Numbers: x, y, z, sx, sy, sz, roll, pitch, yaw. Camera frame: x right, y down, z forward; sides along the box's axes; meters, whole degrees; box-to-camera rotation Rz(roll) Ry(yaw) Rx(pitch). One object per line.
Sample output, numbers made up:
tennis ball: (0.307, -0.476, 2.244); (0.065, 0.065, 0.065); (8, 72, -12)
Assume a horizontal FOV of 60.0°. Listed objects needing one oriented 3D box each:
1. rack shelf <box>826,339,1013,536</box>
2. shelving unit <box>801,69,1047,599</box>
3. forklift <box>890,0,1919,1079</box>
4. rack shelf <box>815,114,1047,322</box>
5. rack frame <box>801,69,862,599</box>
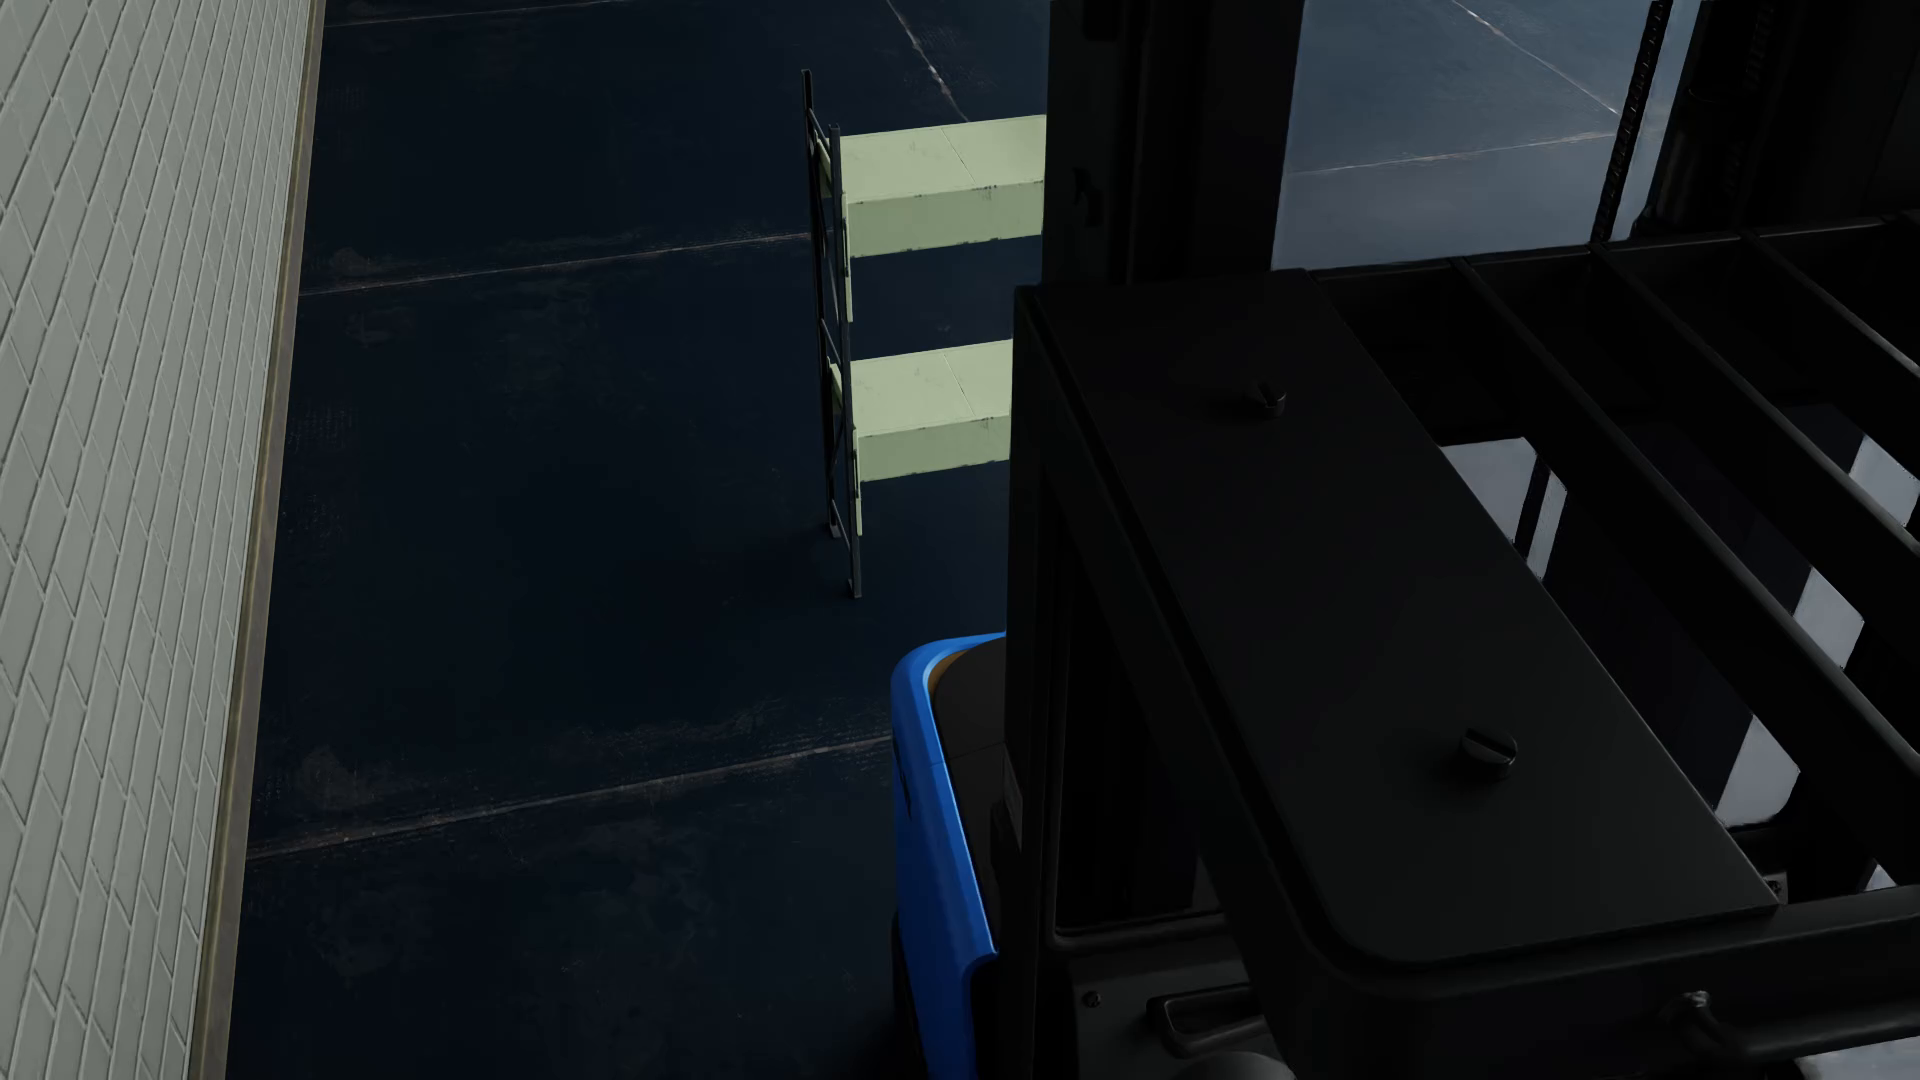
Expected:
rack shelf: (-0.006, -0.336, 4.991); (0.720, 0.370, 0.431); (-9, 38, -12)
shelving unit: (-0.006, -0.595, 4.793); (0.755, 1.500, 0.431); (-9, 38, -12)
forklift: (0.636, 0.714, 1.905); (1.130, 2.935, 3.031); (-7, 38, -9)
rack shelf: (-0.006, -0.905, 4.556); (0.720, 0.370, 0.431); (-9, 38, -12)
rack frame: (-0.360, -0.537, 4.717); (0.023, 1.500, 0.400); (-9, 38, -12)
